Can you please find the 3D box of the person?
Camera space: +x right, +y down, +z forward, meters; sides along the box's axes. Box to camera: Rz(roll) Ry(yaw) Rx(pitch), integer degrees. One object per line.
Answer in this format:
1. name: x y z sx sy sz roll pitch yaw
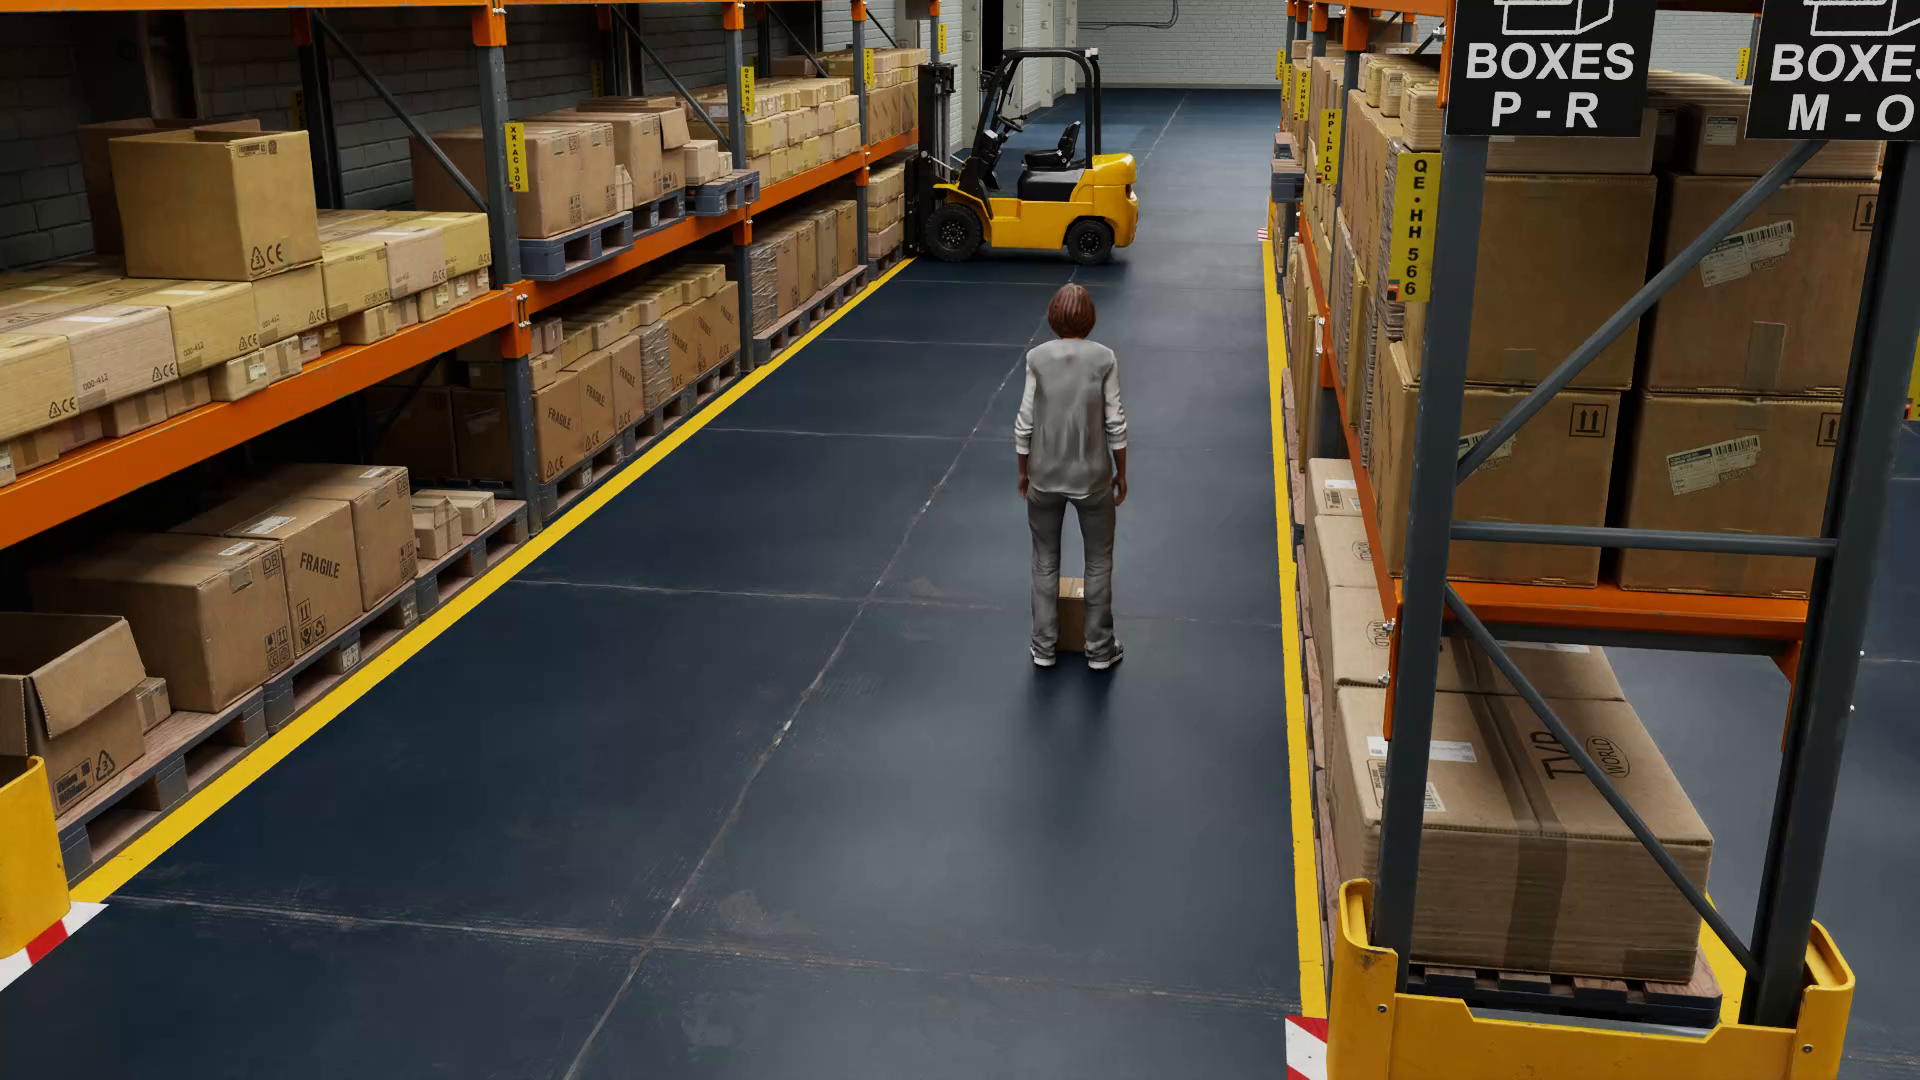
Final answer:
1. person: 0.453 -0.240 6.805 0.460 1.592 0.343 3 18 10
